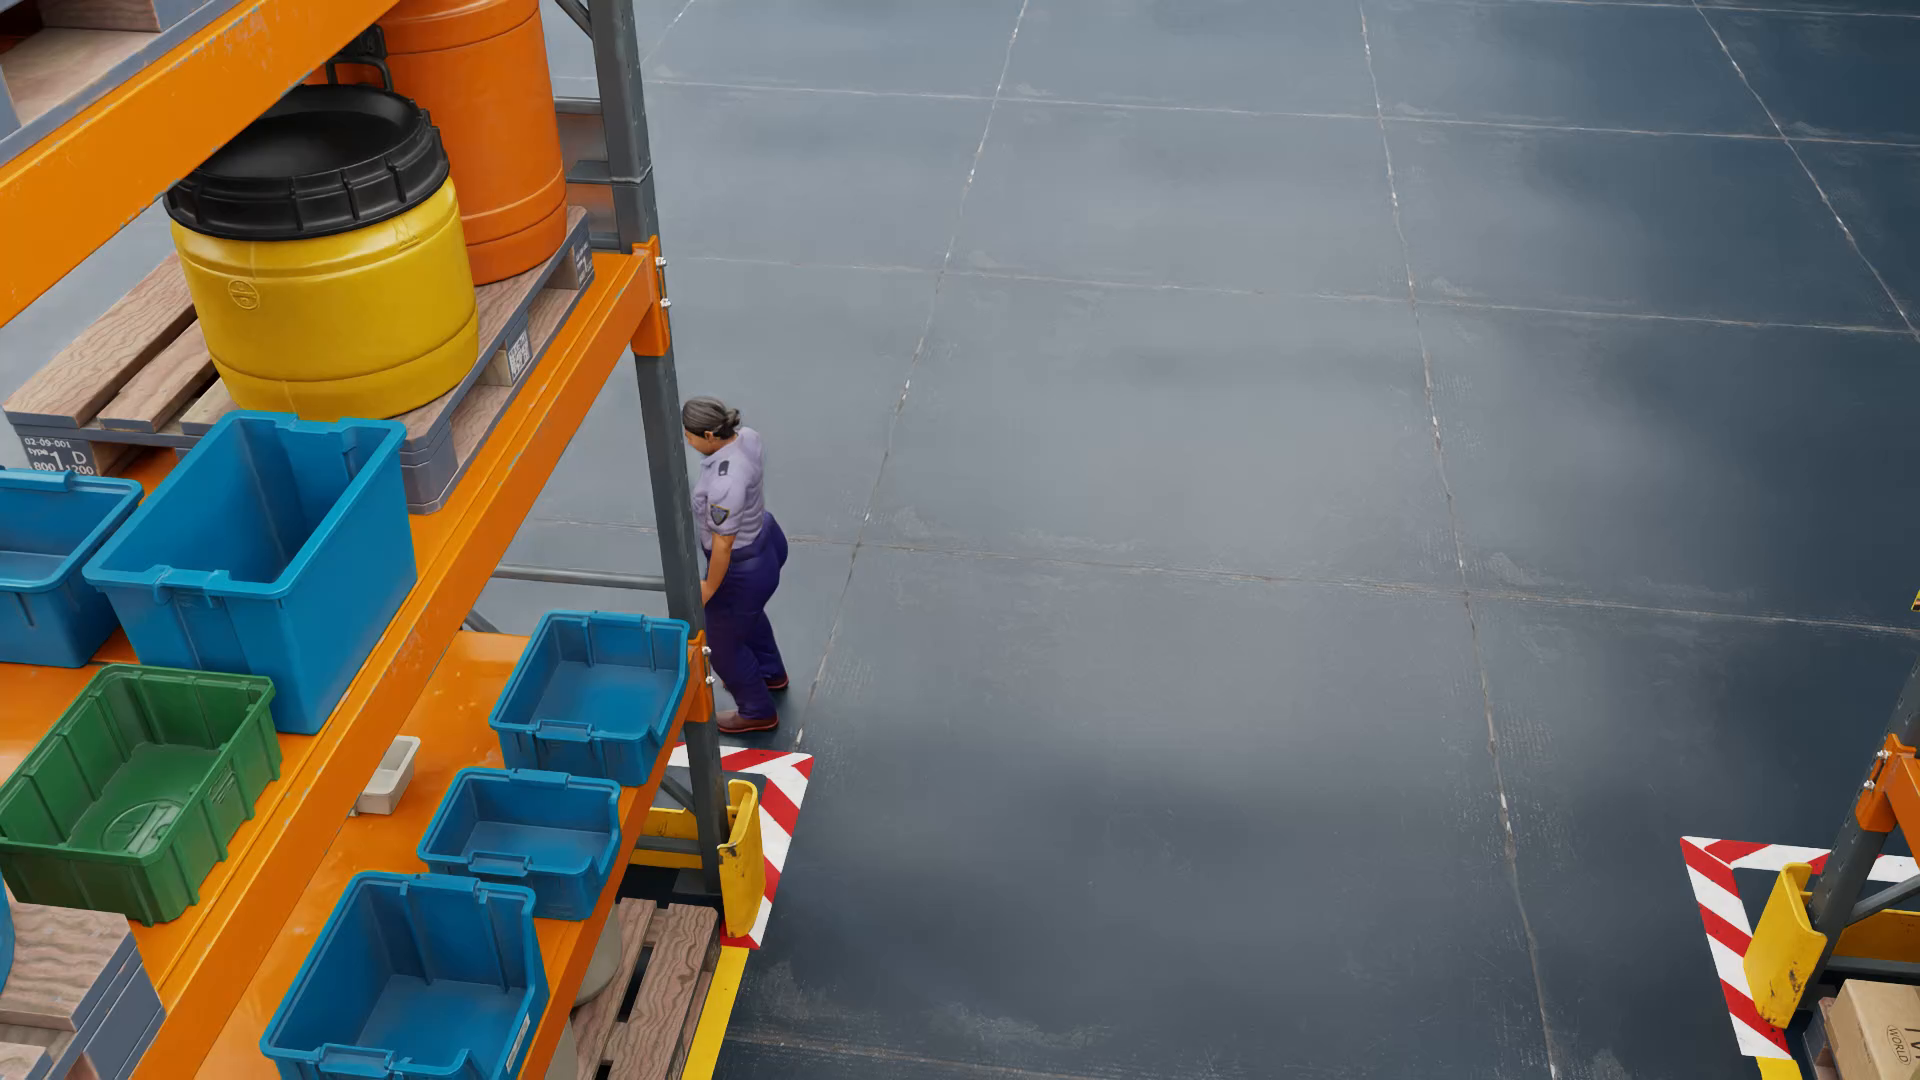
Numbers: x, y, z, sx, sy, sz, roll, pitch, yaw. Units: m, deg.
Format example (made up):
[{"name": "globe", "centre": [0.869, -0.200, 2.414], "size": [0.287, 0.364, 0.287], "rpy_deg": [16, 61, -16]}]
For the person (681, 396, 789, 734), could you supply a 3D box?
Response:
[{"name": "person", "centre": [-0.920, 0.107, 6.938], "size": [0.366, 1.621, 0.489], "rpy_deg": [3, 36, 5]}]
